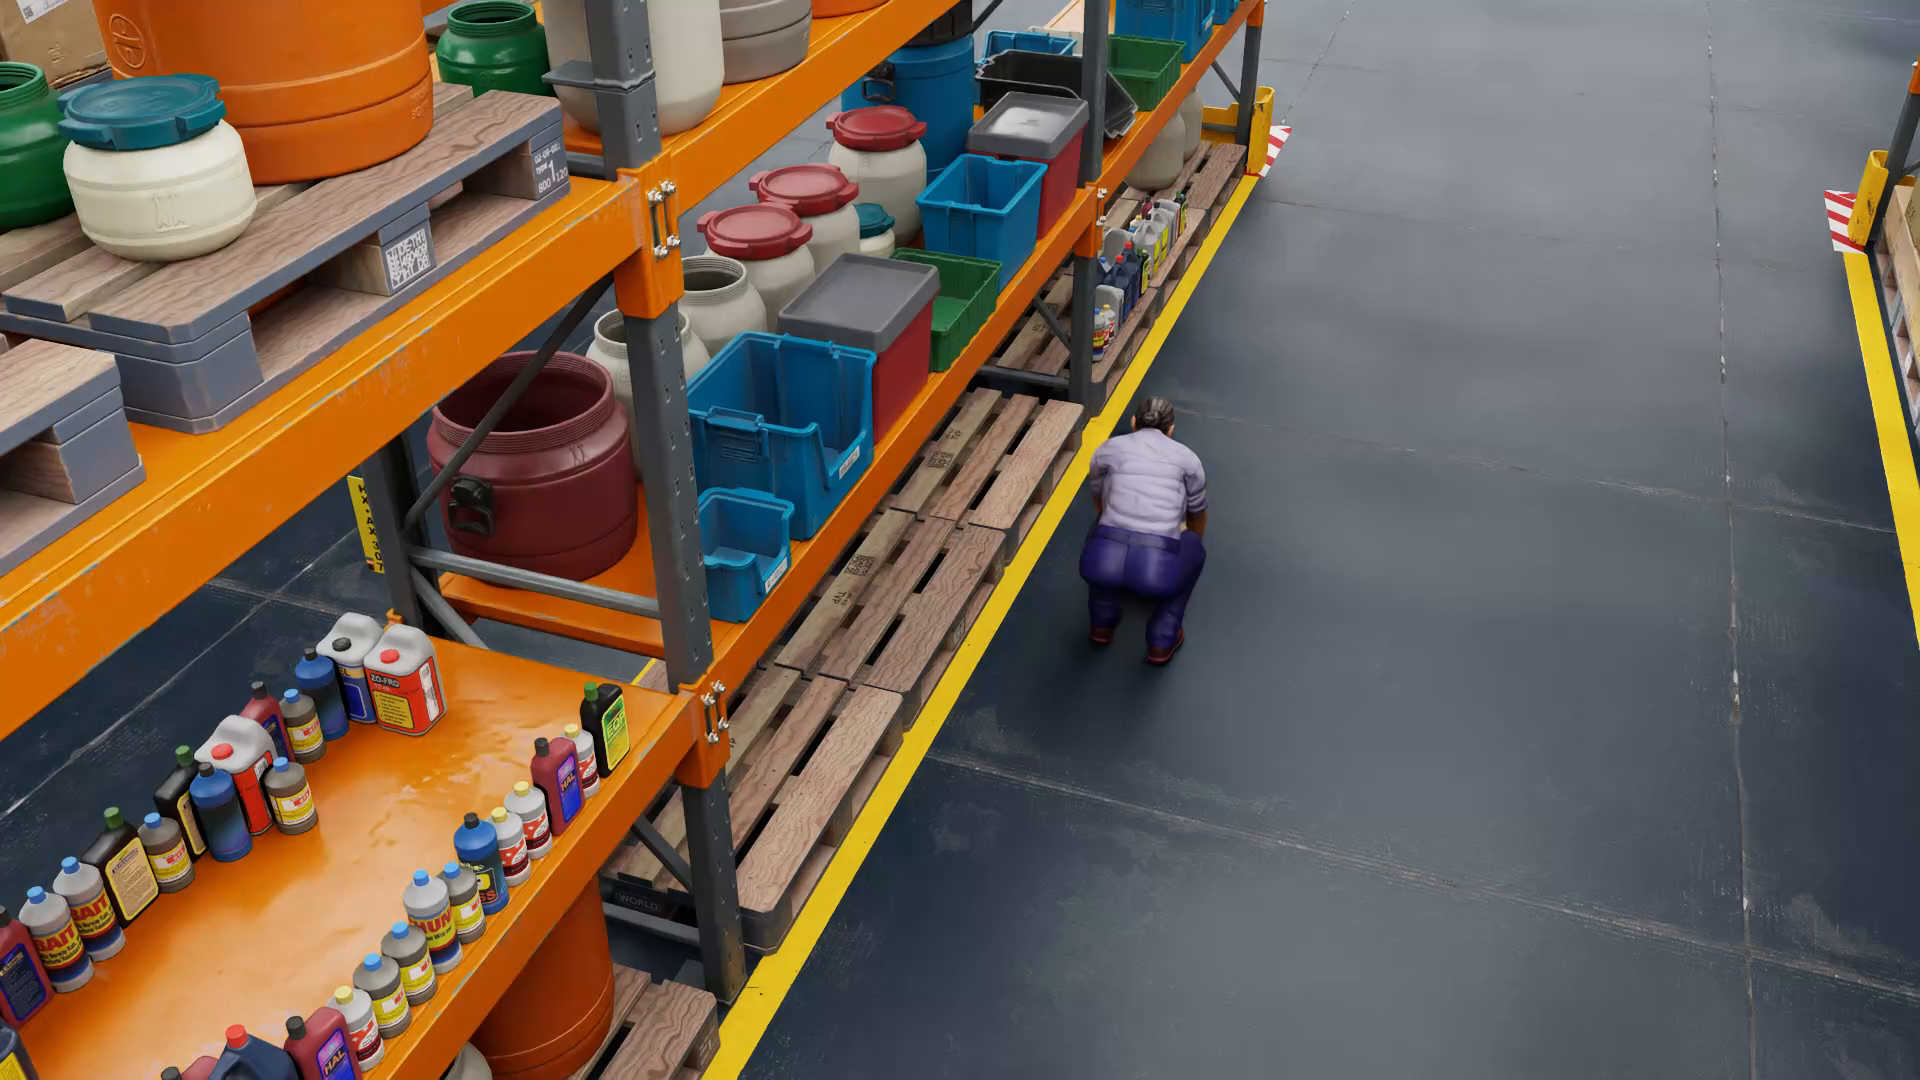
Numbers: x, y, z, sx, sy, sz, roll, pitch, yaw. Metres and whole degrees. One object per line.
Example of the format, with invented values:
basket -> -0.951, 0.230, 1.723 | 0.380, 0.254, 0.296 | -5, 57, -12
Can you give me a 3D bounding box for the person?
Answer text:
person -> 0.742, -0.025, 6.840 | 0.525, 0.940, 0.820 | 11, 35, 16
